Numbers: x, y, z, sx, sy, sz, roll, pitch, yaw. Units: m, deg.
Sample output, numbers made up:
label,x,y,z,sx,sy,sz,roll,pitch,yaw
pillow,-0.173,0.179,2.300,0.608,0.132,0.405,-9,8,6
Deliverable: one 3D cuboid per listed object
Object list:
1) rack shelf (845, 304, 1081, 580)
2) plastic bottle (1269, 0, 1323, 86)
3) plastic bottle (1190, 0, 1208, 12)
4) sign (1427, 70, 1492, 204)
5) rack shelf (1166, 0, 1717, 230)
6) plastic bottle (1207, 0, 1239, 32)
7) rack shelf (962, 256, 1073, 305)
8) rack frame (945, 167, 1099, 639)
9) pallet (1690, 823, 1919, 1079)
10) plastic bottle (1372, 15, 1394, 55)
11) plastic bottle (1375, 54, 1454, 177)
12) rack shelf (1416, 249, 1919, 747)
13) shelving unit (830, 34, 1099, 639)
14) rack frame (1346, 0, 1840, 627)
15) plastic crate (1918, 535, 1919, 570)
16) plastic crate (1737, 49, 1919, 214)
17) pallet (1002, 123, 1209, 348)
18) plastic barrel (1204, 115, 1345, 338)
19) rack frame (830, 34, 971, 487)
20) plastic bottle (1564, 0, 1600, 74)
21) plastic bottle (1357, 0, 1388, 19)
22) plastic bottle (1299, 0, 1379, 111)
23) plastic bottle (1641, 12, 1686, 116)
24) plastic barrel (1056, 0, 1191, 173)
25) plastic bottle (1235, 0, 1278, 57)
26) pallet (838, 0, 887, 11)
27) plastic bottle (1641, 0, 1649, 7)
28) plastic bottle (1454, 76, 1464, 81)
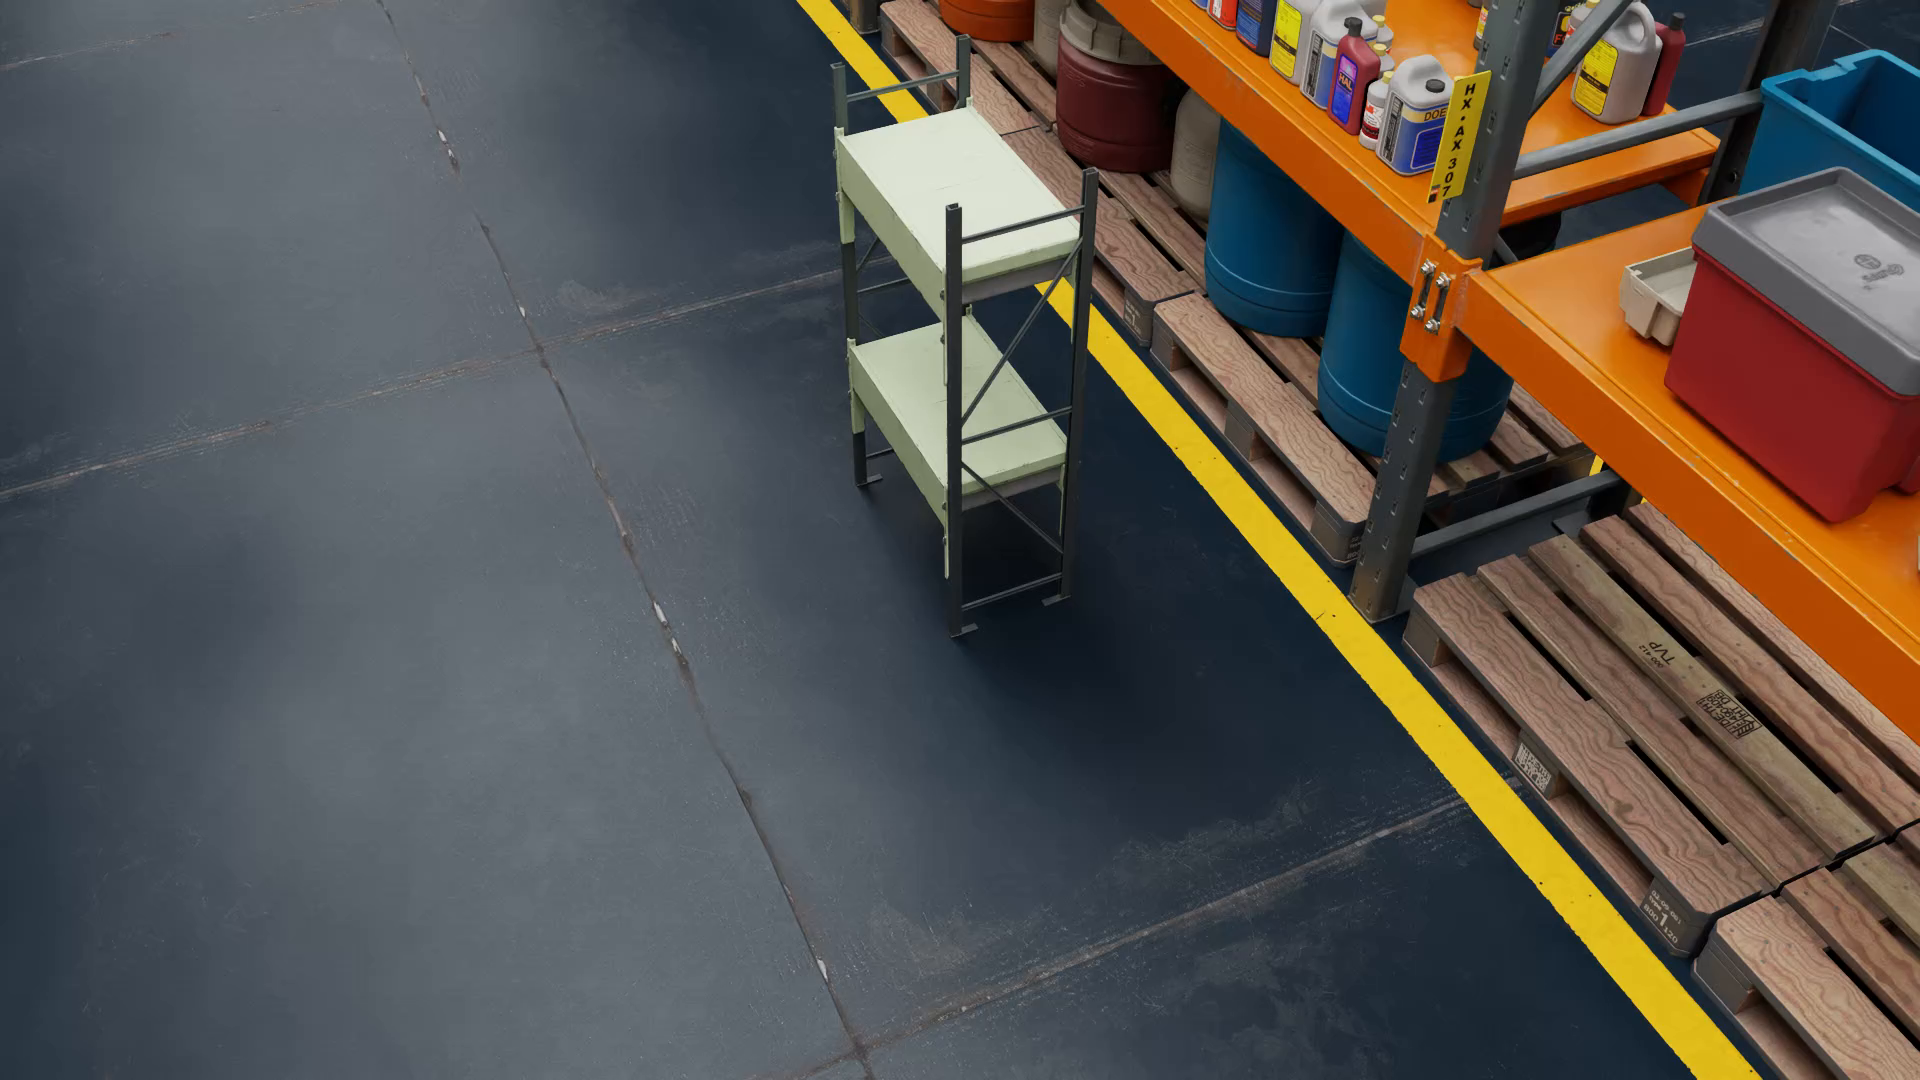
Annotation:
label,x,y,z,sx,sy,sz,roll,pitch,yaw
rack shelf,-0.003,-0.306,4.957,0.431,0.370,0.720,-18,47,-17
plastic bottle,0.974,-1.466,4.635,0.144,0.351,0.185,-18,47,-17
plastic bottle,0.776,-1.746,4.972,0.152,0.276,0.135,-18,47,-17
sign,1.157,-0.932,3.861,0.100,0.325,0.005,-18,47,-17
rack shelf,0.816,-2.082,5.598,0.919,0.124,3.809,-18,47,-17
plastic bottle,0.833,-1.660,4.885,0.152,0.276,0.135,-18,47,-17
rack shelf,-0.003,-0.867,4.403,0.332,0.071,0.664,-18,47,-17
rack frame,0.151,-0.305,4.491,0.400,1.500,0.023,-18,47,-17
pallet,2.519,1.234,3.849,1.003,0.211,1.213,-18,47,-17
plastic bottle,1.150,-1.361,4.635,0.097,0.201,0.097,0,45,0
plastic bottle,1.198,-1.106,4.323,0.152,0.276,0.135,-18,47,-17
rack shelf,2.498,0.536,3.083,1.077,0.370,4.000,-18,47,-17
shelving unit,-0.003,-0.538,4.728,0.431,1.500,0.755,-18,47,-17
rack frame,1.657,-0.994,4.122,1.000,3.000,0.127,-18,47,-17
plastic crate,2.132,0.054,3.101,0.437,0.282,0.530,-18,47,-17
plastic crate,2.163,-0.813,3.907,0.392,0.384,0.575,-18,47,-17
pallet,0.854,-1.284,6.401,1.003,0.211,1.213,-18,47,-17
plastic barrel,1.146,-1.200,5.525,0.600,0.901,0.708,-18,47,-17
rack frame,-0.157,-0.771,4.964,0.400,1.500,0.023,-18,47,-17
plastic bottle,1.769,-1.436,4.712,0.097,0.201,0.097,0,45,0
plastic bottle,1.105,-1.509,4.678,0.144,0.351,0.185,-18,47,-17
plastic bottle,1.045,-1.339,4.559,0.152,0.276,0.135,-18,47,-17
plastic bottle,1.890,-1.313,4.528,0.061,0.283,0.133,-18,47,-17
plastic barrel,0.671,-1.808,6.365,0.600,0.588,0.708,-18,47,-17
plastic bottle,0.896,-1.584,4.755,0.144,0.351,0.185,-18,47,-17
pallet,-0.315,-3.056,8.197,1.003,0.211,1.213,-18,47,-17
plastic bottle,1.834,-1.398,4.614,0.061,0.283,0.133,-18,47,-17
plastic bottle,1.304,-1.128,4.399,0.097,0.201,0.097,0,45,0
